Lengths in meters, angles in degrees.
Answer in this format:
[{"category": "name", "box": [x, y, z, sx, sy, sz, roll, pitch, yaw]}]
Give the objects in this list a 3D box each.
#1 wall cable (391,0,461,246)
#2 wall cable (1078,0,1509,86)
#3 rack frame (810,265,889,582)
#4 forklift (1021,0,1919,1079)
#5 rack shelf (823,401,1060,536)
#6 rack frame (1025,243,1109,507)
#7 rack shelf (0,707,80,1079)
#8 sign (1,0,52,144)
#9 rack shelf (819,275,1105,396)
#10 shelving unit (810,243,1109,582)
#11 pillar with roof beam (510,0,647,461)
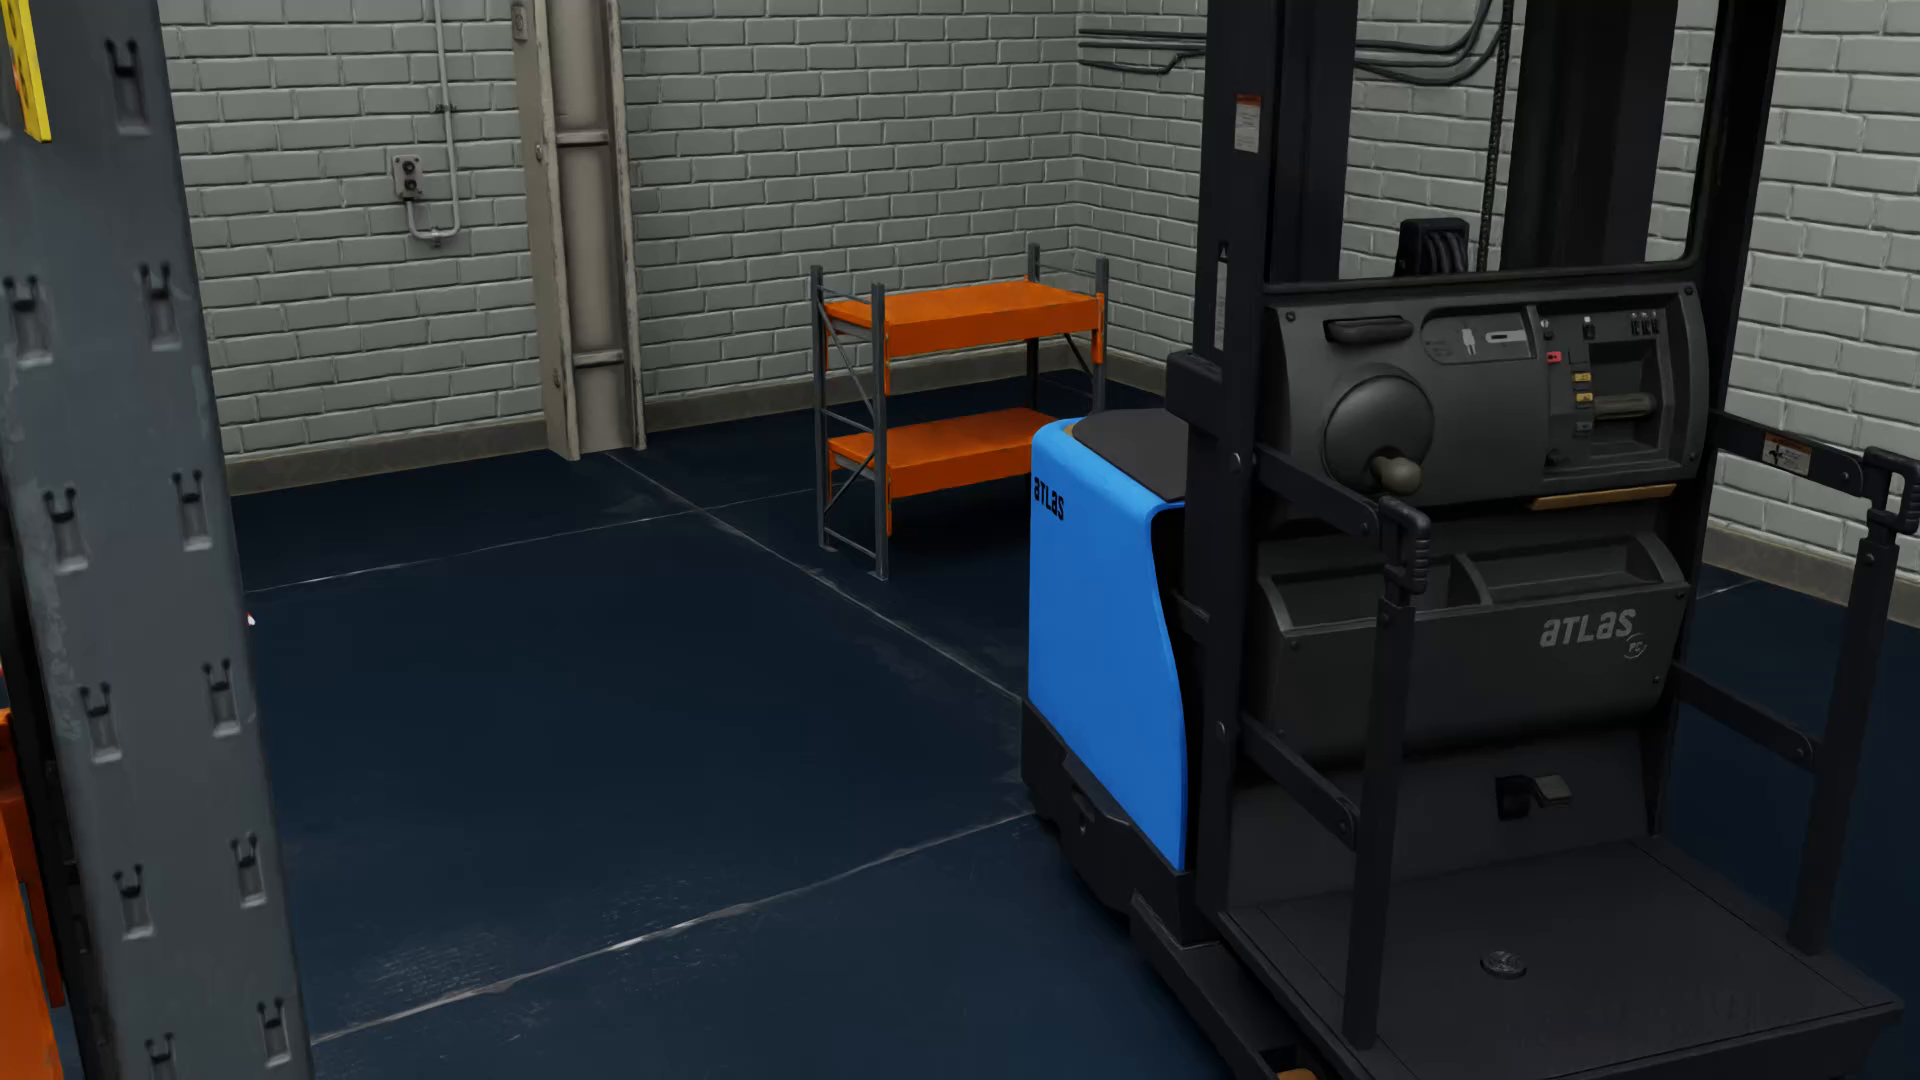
[{"category": "wall cable", "box": [-2.992, -2.121, 6.750, 1.851, 1.984, 0.084, -12, 22, -31]}, {"category": "wall cable", "box": [1.379, -3.433, 7.698, 0.112, 2.526, 3.097, -12, 22, -31]}, {"category": "rack frame", "box": [-0.419, -0.445, 6.303, 0.032, 1.125, 0.500, -12, 22, -31]}, {"category": "forklift", "box": [1.100, -0.280, 2.998, 1.130, 2.935, 3.031, -6, 20, -17]}, {"category": "rack shelf", "box": [0.006, -0.302, 6.646, 1.000, 0.278, 0.538, -12, 22, -31]}, {"category": "rack frame", "box": [0.430, -0.624, 6.833, 0.032, 1.125, 0.500, -12, 22, -31]}, {"category": "rack shelf", "box": [-2.484, 0.856, 0.653, 4.000, 0.370, 1.077, -12, 22, -31]}, {"category": "sign", "box": [-0.525, -0.383, 0.894, 0.005, 0.325, 0.100, -12, 22, -31]}, {"category": "rack shelf", "box": [0.006, -0.811, 6.474, 1.000, 0.278, 0.538, -12, 22, -31]}, {"category": "shelving unit", "box": [0.006, -0.534, 6.568, 1.048, 1.125, 0.538, -12, 22, -31]}, {"category": "pillar with roof beam", "box": [0.606, -3.559, 3.221, 0.400, 9.000, 9.100, -12, 22, -31]}]
